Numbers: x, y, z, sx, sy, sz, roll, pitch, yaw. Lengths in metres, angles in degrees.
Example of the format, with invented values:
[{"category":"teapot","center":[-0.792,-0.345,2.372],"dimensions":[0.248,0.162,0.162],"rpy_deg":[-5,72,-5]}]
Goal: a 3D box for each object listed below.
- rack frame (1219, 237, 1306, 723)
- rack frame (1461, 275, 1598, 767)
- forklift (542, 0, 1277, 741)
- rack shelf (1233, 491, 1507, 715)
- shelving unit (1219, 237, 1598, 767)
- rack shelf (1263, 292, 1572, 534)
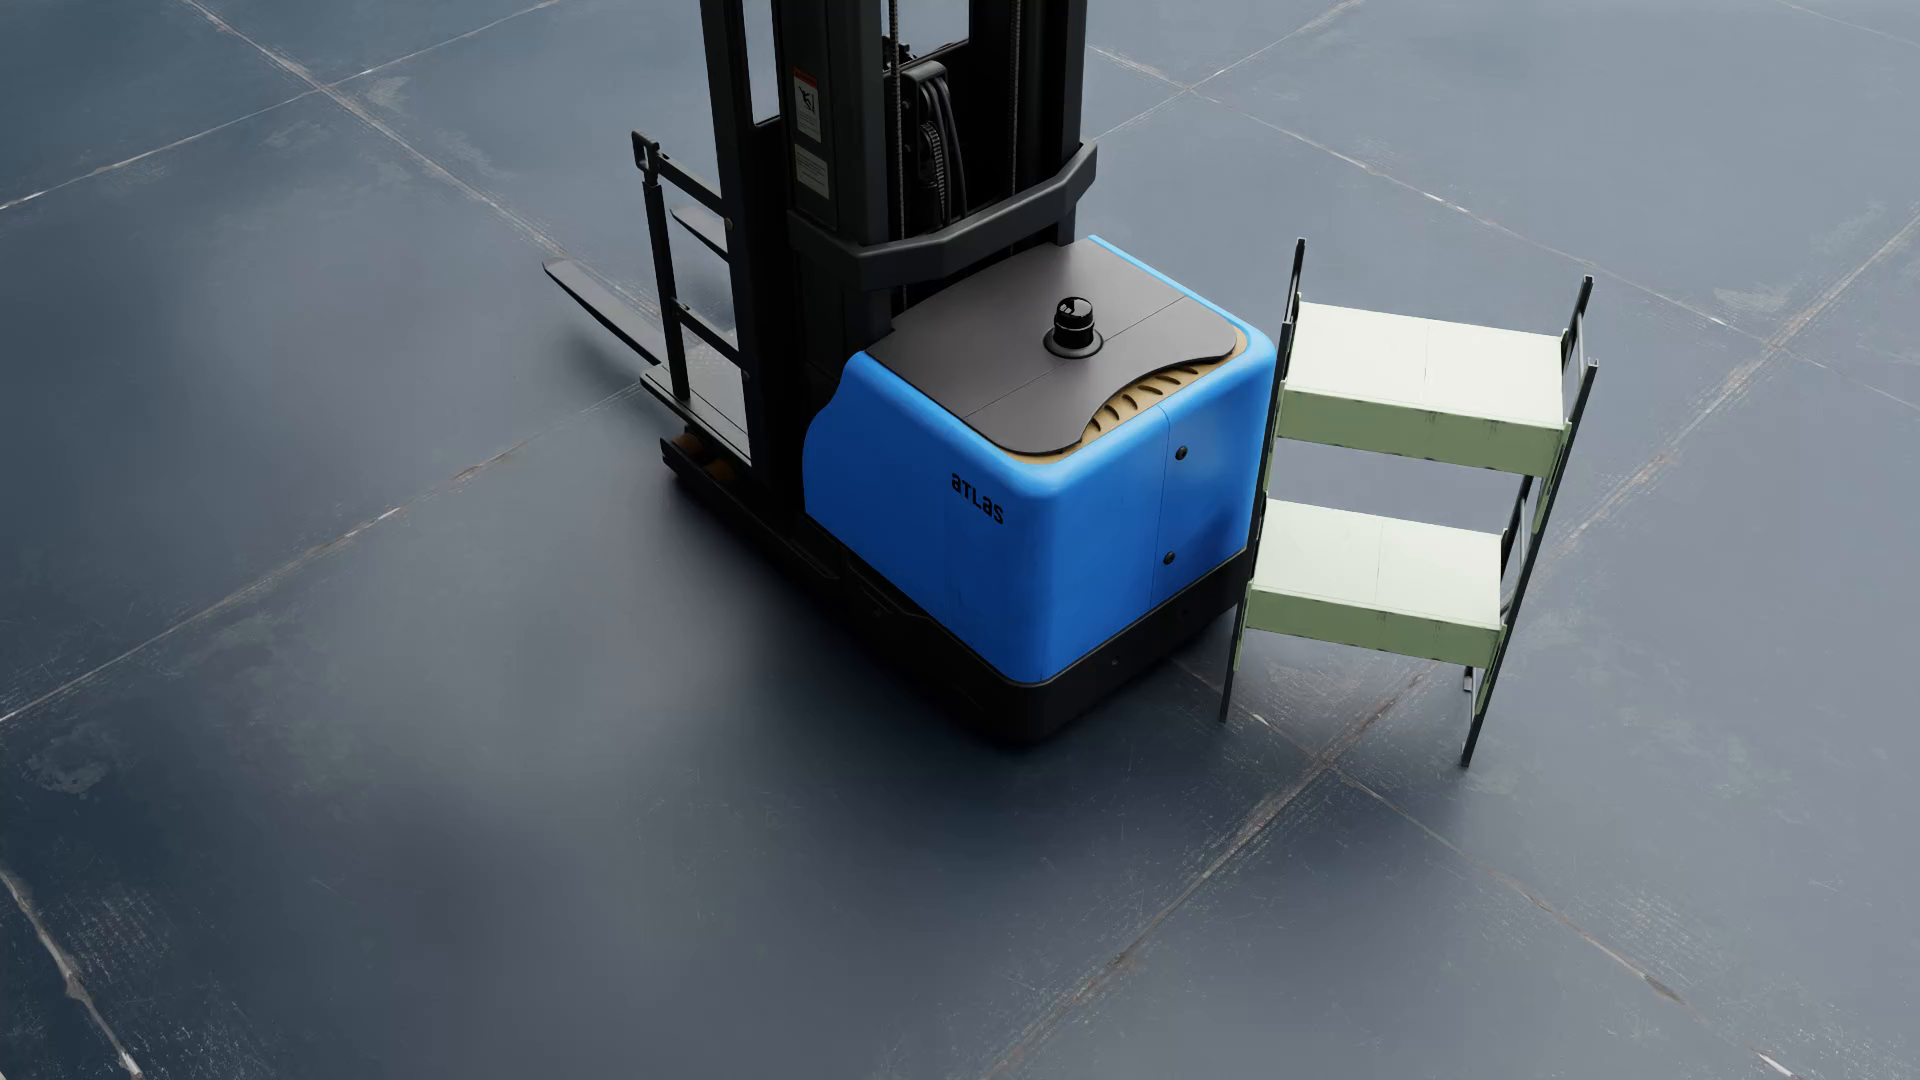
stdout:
[{"category":"rack frame","center":[0.859,-0.119,4.773],"dimensions":[0.023,1.500,0.400],"rpy_deg":[10,44,10]},{"category":"rack frame","center":[1.569,0.000,4.644],"dimensions":[0.023,1.500,0.400],"rpy_deg":[10,44,10]},{"category":"forklift","center":[-0.416,-1.397,5.103],"dimensions":[1.130,2.935,3.031],"rpy_deg":[-31,51,-29]},{"category":"rack shelf","center":[1.214,0.180,4.930],"dimensions":[0.720,0.370,0.431],"rpy_deg":[10,44,10]},{"category":"shelving unit","center":[1.214,-0.059,4.708],"dimensions":[0.755,1.500,0.431],"rpy_deg":[10,44,10]},{"category":"rack shelf","center":[1.214,-0.345,4.443],"dimensions":[0.720,0.370,0.431],"rpy_deg":[10,44,10]}]
